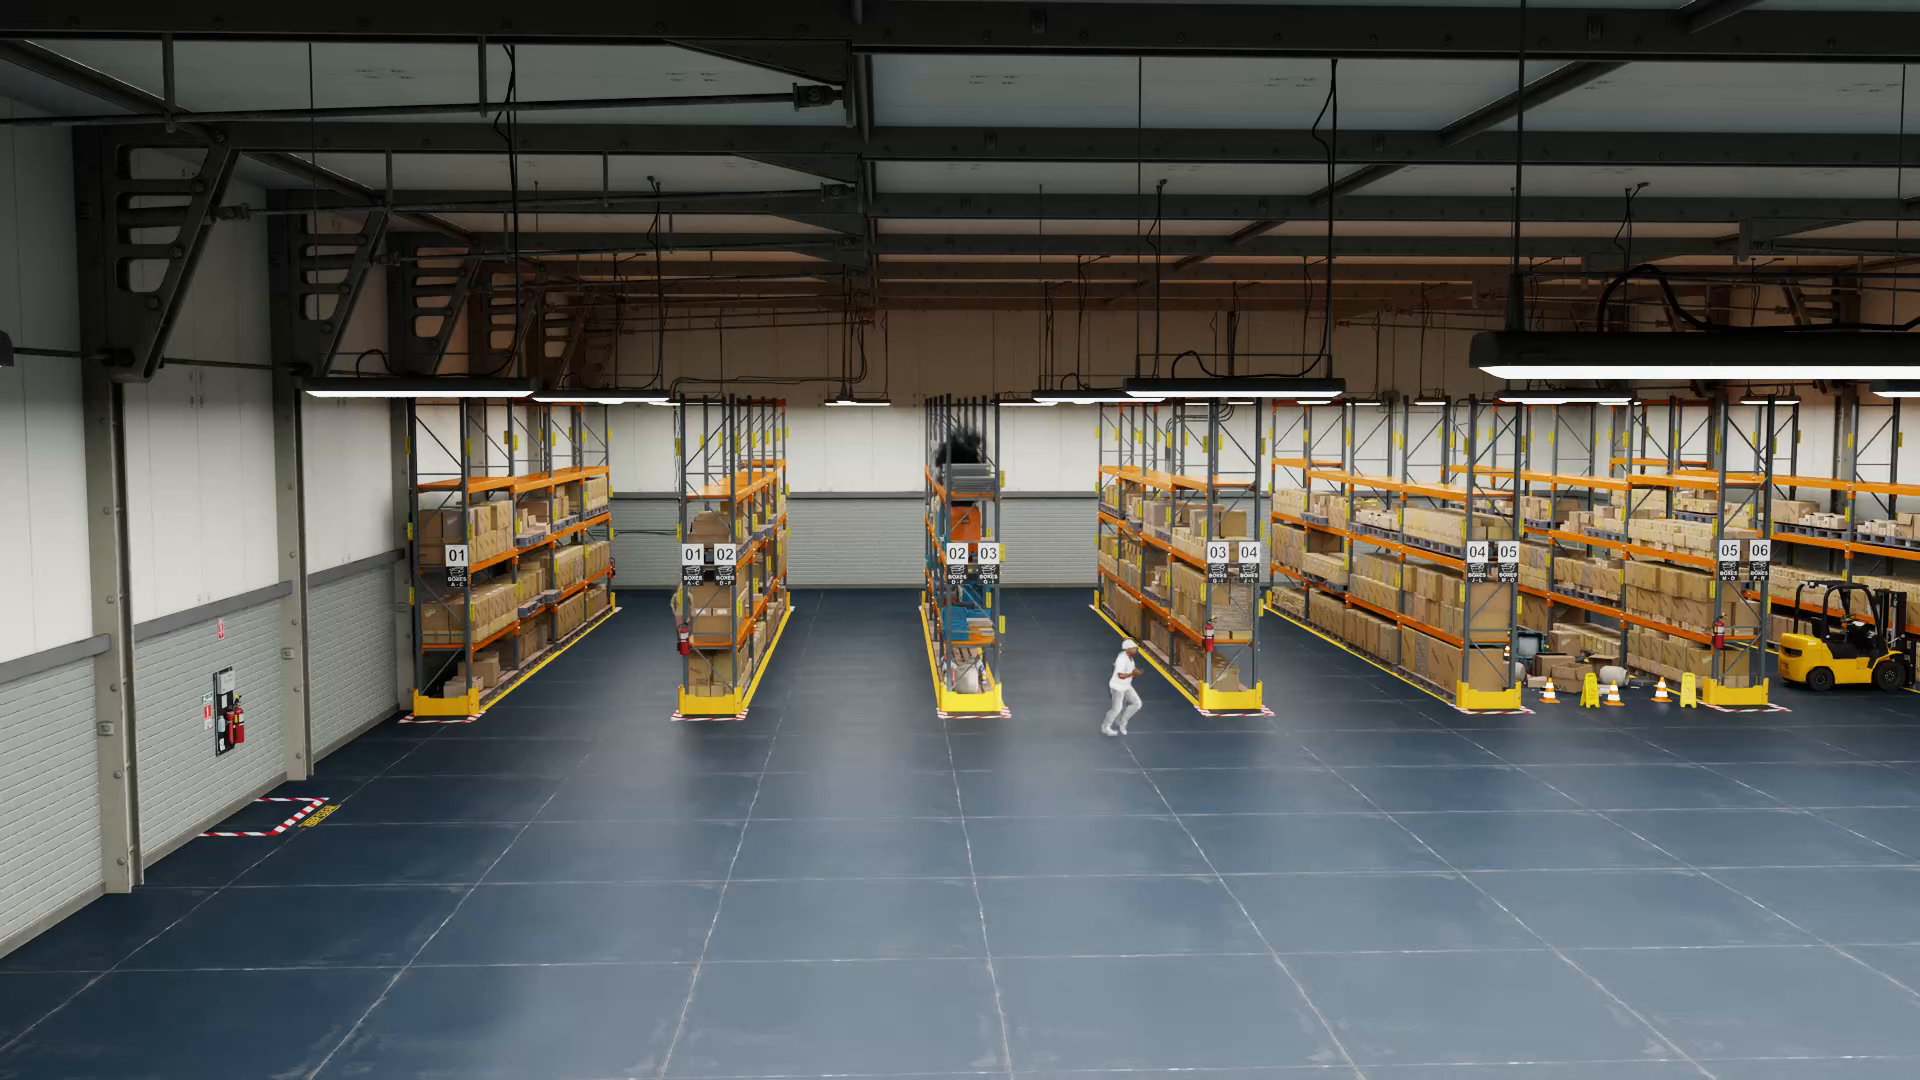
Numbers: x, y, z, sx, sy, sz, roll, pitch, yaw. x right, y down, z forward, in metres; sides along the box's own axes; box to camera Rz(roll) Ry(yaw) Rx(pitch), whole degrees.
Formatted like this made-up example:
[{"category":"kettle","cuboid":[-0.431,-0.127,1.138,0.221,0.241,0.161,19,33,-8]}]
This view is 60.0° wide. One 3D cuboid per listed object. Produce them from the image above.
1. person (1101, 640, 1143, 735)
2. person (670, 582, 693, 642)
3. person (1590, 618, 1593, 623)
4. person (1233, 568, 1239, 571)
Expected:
[{"category":"person","cuboid":[2.827,2.564,28.867,0.823,1.700,0.669,3,5,31]},{"category":"person","cuboid":[-6.599,1.789,39.514,0.578,1.618,0.571,0,5,-5]},{"category":"person","cuboid":[16.146,1.544,42.693,0.584,1.613,0.739,0,5,-6]},{"category":"person","cuboid":[7.693,1.269,44.989,0.642,1.831,0.778,0,5,-1]}]
